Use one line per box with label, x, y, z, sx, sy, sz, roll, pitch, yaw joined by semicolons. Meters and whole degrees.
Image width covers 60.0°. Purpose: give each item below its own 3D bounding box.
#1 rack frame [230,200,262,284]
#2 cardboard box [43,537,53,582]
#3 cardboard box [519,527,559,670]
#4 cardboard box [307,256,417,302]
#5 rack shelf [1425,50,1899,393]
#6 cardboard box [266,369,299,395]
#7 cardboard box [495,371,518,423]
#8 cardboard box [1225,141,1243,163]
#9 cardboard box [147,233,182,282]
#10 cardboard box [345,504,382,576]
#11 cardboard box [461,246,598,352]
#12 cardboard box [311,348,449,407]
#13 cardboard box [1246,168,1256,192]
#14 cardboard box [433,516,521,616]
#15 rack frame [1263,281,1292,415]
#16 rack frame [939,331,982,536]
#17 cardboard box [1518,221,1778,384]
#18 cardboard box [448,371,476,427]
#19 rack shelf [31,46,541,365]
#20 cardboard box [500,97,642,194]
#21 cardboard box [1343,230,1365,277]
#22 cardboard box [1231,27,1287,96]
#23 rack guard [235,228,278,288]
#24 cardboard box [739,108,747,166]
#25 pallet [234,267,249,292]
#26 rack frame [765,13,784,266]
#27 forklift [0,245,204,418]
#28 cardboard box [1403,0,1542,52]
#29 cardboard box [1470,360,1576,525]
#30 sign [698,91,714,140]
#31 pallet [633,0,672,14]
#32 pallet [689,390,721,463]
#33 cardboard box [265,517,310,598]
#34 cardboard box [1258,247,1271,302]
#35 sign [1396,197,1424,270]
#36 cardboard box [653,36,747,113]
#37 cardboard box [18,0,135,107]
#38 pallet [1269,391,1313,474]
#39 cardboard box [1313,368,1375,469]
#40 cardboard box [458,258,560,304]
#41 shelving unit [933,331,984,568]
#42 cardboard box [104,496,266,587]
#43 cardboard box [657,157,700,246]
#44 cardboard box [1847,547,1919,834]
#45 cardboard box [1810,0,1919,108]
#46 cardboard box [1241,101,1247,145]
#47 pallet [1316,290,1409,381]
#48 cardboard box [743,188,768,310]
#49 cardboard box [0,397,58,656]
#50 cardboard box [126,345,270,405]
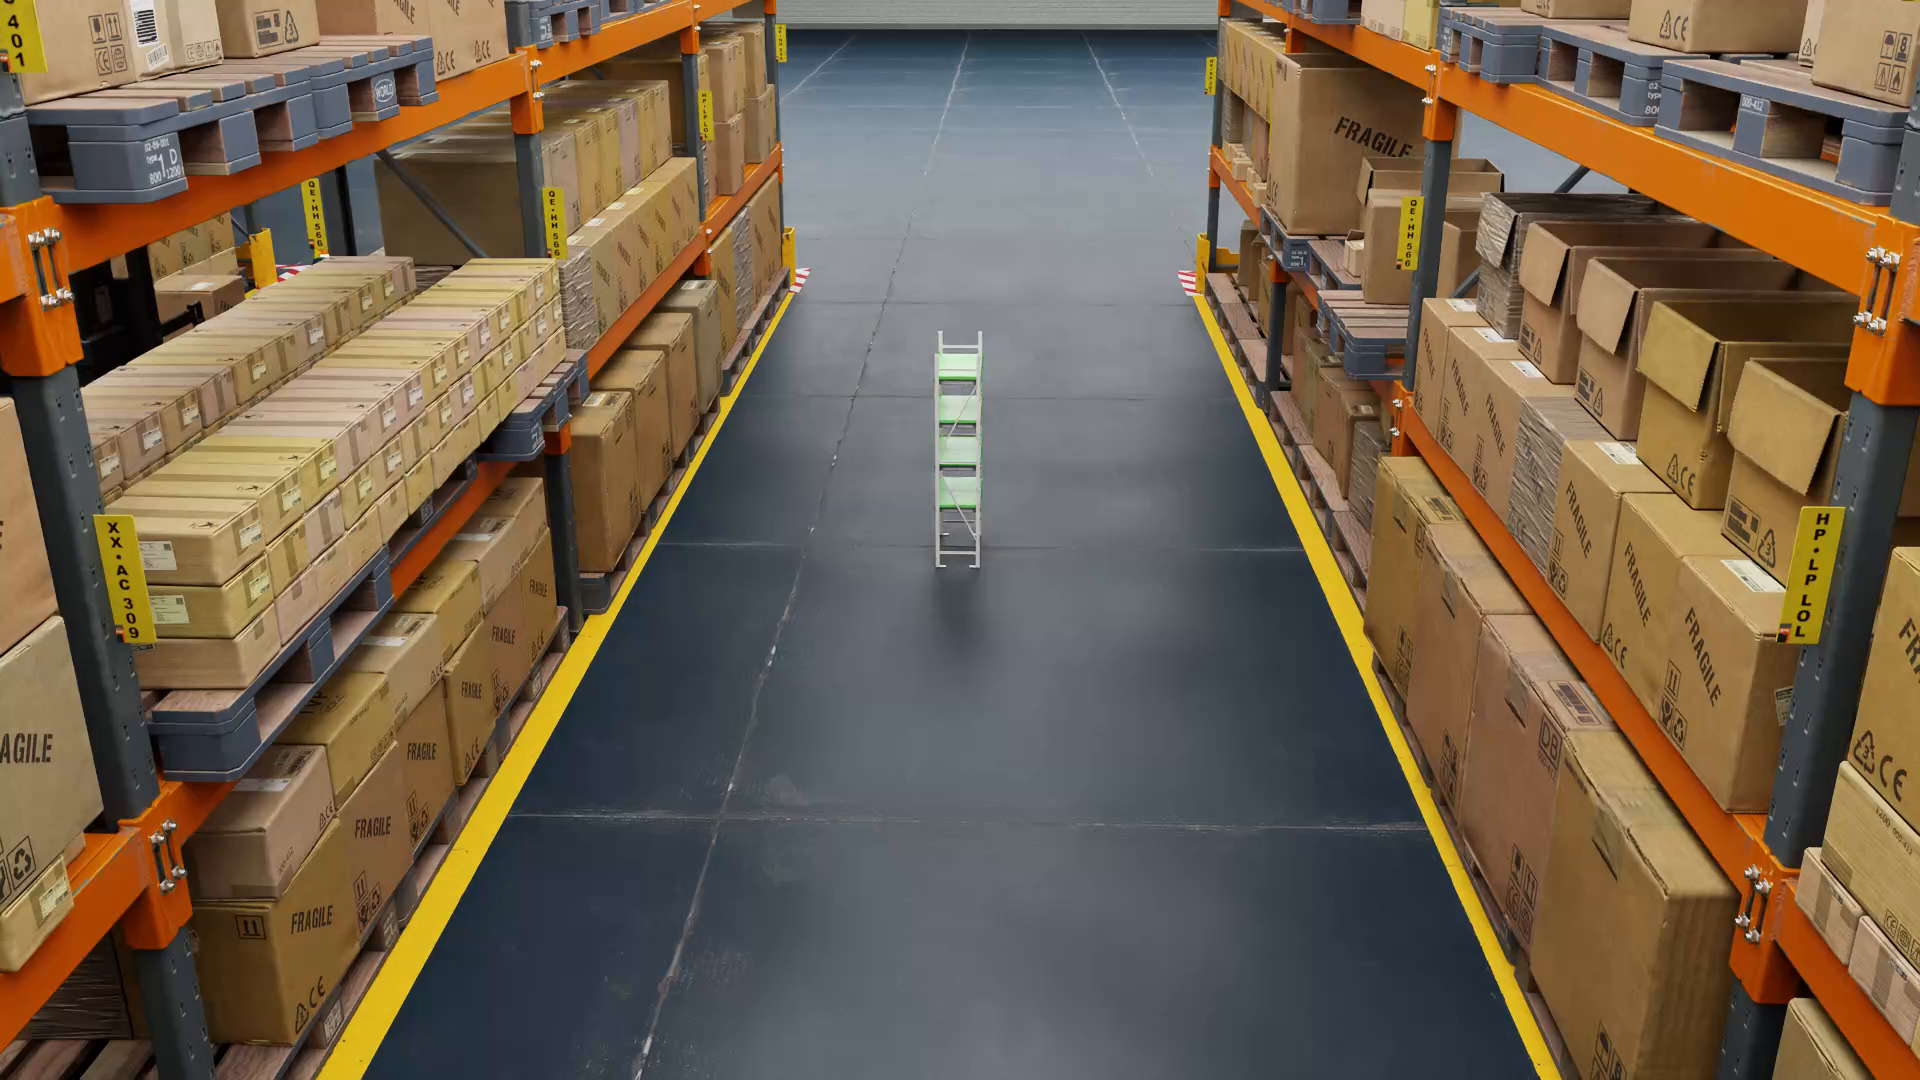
rack frame;-7.111;-3.862;15.336;1.000;3.000;0.127;1;21;2
cardboard box;-2.703;0.036;4.645;0.380;0.149;0.250;1;21;2
cardboard box;-2.162;0.259;7.591;0.500;0.500;0.500;1;21;1
cardboard box;-2.611;-1.141;7.268;0.380;0.149;0.250;1;21;2
rack shelf;2.491;-1.201;5.324;1.077;0.370;4.000;1;21;2
cardboard box;-2.656;-0.531;6.106;0.380;0.149;0.250;0;21;1
cardboard box;-1.987;-0.574;6.629;0.380;0.149;0.250;0;21;1
cardboard box;2.498;-3.355;14.377;0.380;0.149;0.250;1;21;2
cardboard box;-6.909;-2.462;13.911;0.500;0.500;0.500;0;21;0
cardboard box;-2.030;-0.003;5.157;0.380;0.149;0.250;1;21;2
cardboard box;-2.120;-1.158;8.228;0.500;0.500;0.500;1;21;2
cardboard box;-2.010;-0.564;5.780;0.380;0.149;0.250;1;21;3
cardboard box;2.446;-2.813;12.979;0.380;0.149;0.250;1;21;2
cardboard box;-2.166;0.101;6.960;0.500;0.250;0.500;1;21;2
rack frame;2.673;-2.307;11.328;1.000;3.000;0.127;1;21;2
rack frame;0.002;-0.588;9.385;0.240;1.200;0.015;1;21;2
cardboard box;2.490;-0.875;6.113;0.797;0.503;0.637;1;21;3
cardboard box;-2.000;-0.519;6.075;0.380;0.149;0.250;1;21;3
rack shelf;-2.464;-1.292;5.559;1.077;0.370;4.000;1;21;2
cardboard box;-2.320;-2.362;9.950;0.700;0.500;0.500;1;21;2
cardboard box;2.332;-1.600;9.110;0.396;0.266;0.258;0;21;0
cardboard box;2.470;-3.847;13.366;0.500;0.500;0.500;1;21;2
rack guard;-7.113;-2.669;15.718;1.175;0.500;0.348;1;21;2
cardboard box;-2.263;-3.379;13.884;0.875;0.550;0.550;1;21;2
pallet;-7.173;-2.241;15.014;1.003;0.211;1.213;1;21;2
rack frame;-2.160;-3.844;15.290;1.000;3.000;0.127;1;21;2
forklift;-4.705;-1.308;8.849;1.130;2.935;3.031;1;21;2
cardboard box;2.321;-2.364;7.535;0.500;0.250;0.500;1;21;2
cardboard box;2.239;-0.363;6.179;0.500;0.500;0.500;0;21;1
sign;-1.739;-2.898;11.361;0.100;0.325;0.005;1;21;2
pallet;-2.260;-3.375;10.199;0.805;0.209;1.217;0;21;-1
pallet;-2.230;-0.818;11.346;1.003;0.211;1.213;1;21;2
cardboard box;-2.047;0.046;4.619;0.380;0.149;0.250;0;21;1
cardboard box;2.737;-2.115;13.709;0.500;0.500;0.500;3;21;7
sign;2.009;-1.366;7.412;0.100;0.325;0.005;1;21;2
cardboard box;-2.173;-3.690;13.192;0.875;0.550;0.500;1;21;2
cardboard box;-2.403;-1.282;3.821;0.700;0.500;0.500;1;21;2
pallet;2.651;-0.725;11.107;1.003;0.211;1.213;1;21;2
cardboard box;2.583;-0.750;10.163;0.700;0.500;0.500;-1;21;-3
cardboard box;-1.960;-1.126;7.227;0.380;0.149;0.250;0;21;0
shelving unit;-0.005;-0.500;9.158;0.258;1.200;0.503;1;21;2
cardboard box;-2.053;0.001;4.324;0.380;0.149;0.250;2;21;4
cardboard box;-2.030;-2.253;11.051;0.500;0.500;0.500;1;21;1
cardboard box;2.160;0.338;3.272;0.500;0.500;0.500;1;21;2
cardboard box;2.437;-1.265;3.777;0.700;0.500;0.500;1;21;3
cardboard box;2.855;-3.558;14.002;0.875;0.500;0.500;1;21;2
pallet;2.467;-1.030;8.302;1.213;0.211;1.003;1;21;2
cardboard box;-2.139;-2.485;14.145;0.875;0.875;0.875;0;21;1
cardboard box;-2.269;0.016;3.409;0.500;0.500;0.500;0;21;0
cardboard box;-2.661;-0.577;5.815;0.380;0.149;0.250;0;21;1
